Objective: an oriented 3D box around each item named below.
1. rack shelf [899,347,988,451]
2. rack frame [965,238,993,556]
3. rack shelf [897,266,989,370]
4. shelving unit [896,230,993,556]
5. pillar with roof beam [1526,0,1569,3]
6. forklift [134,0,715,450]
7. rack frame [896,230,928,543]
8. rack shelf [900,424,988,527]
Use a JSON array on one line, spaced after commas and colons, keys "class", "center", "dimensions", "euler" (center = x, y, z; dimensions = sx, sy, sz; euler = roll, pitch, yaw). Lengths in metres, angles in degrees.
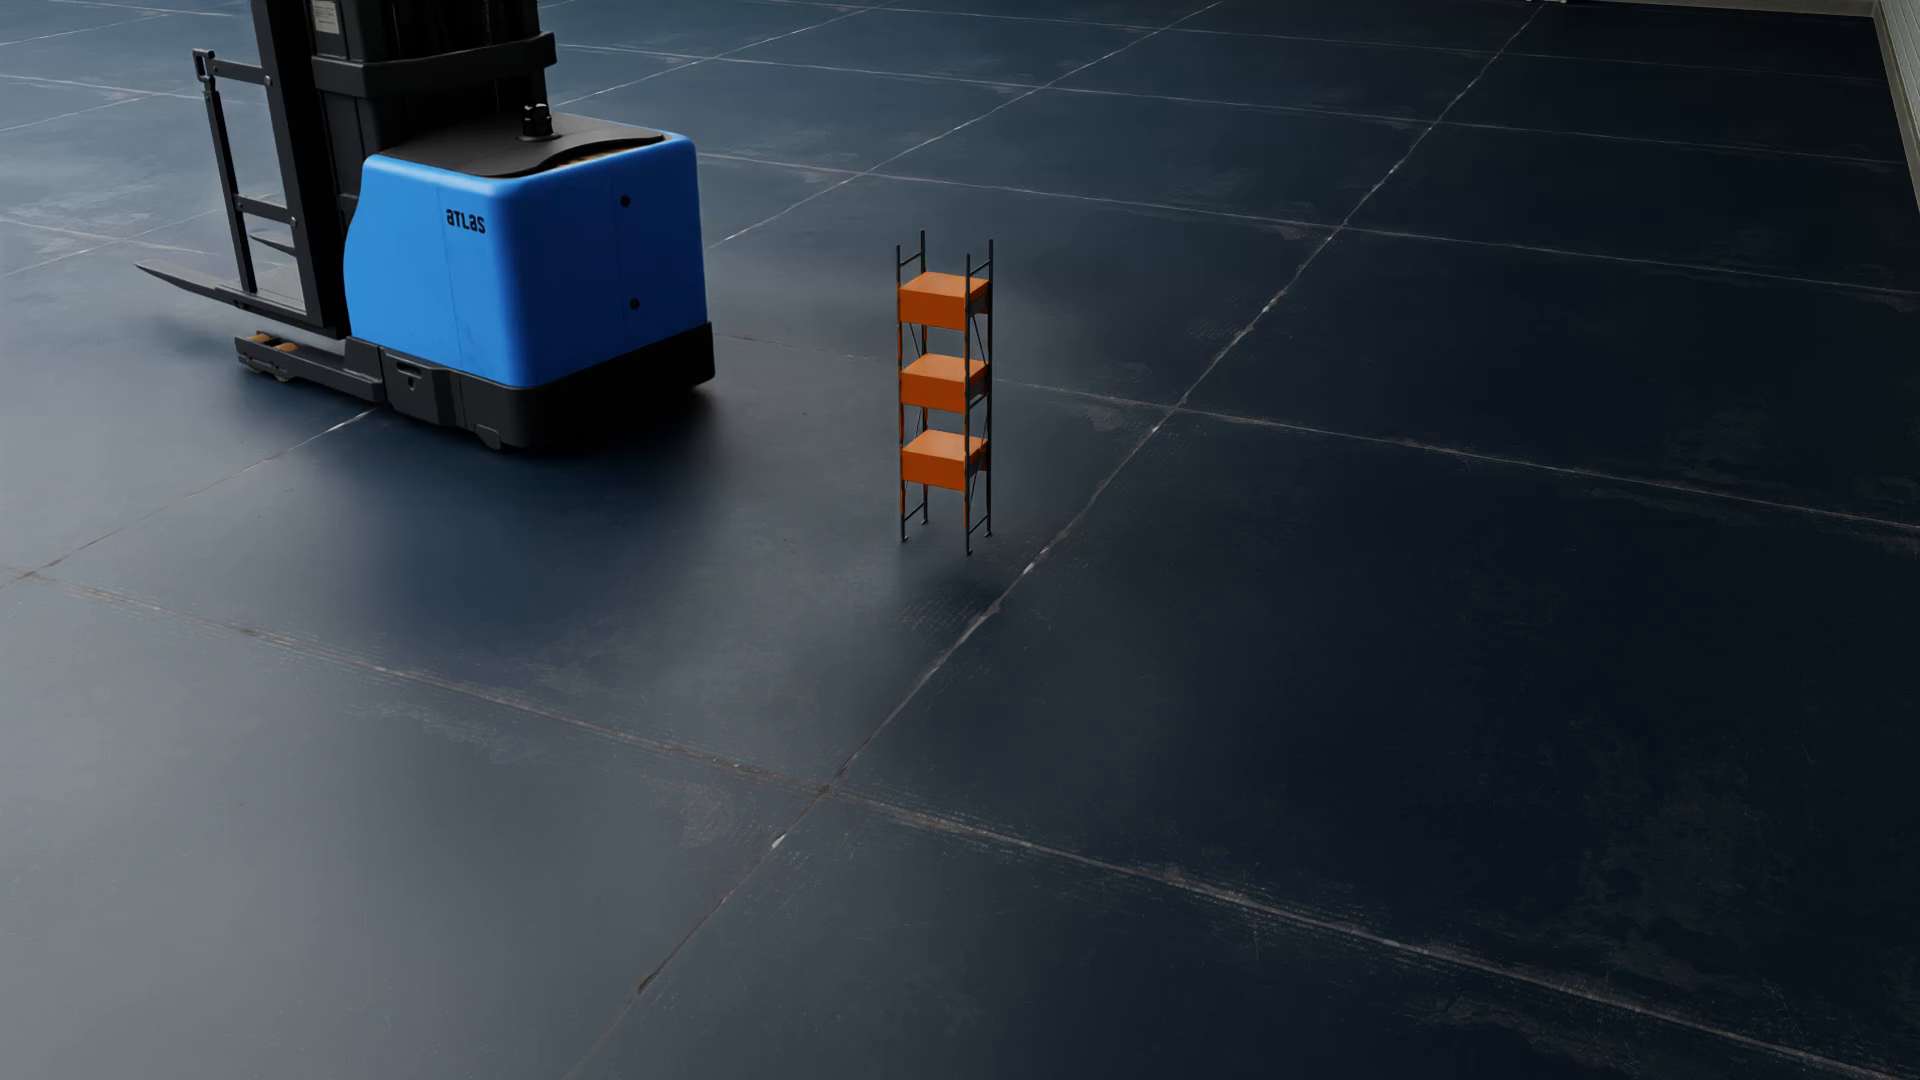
[{"class": "rack shelf", "center": [-0.049, -0.471, 5.543], "dimensions": [0.240, 0.259, 0.215], "euler": [11, 28, 22]}, {"class": "rack frame", "center": [0.062, -0.458, 5.493], "dimensions": [0.008, 1.050, 0.200], "euler": [11, 28, 22]}, {"class": "rack shelf", "center": [-0.049, -0.726, 5.417], "dimensions": [0.240, 0.259, 0.215], "euler": [11, 28, 22]}, {"class": "shelving unit", "center": [-0.049, -0.481, 5.538], "dimensions": [0.252, 1.050, 0.215], "euler": [11, 28, 22]}, {"class": "pillar with roof beam", "center": [4.200, -7.803, 11.412], "dimensions": [0.400, 9.000, 9.100], "euler": [11, 28, 22]}, {"class": "forklift", "center": [-2.520, -2.160, 6.819], "dimensions": [3.031, 2.935, 1.130], "euler": [18, 31, 32]}, {"class": "rack frame", "center": [-0.160, -0.503, 5.583], "dimensions": [0.008, 1.050, 0.200], "euler": [11, 28, 22]}, {"class": "rack shelf", "center": [-0.049, -0.222, 5.665], "dimensions": [0.240, 0.259, 0.215], "euler": [11, 28, 22]}]
